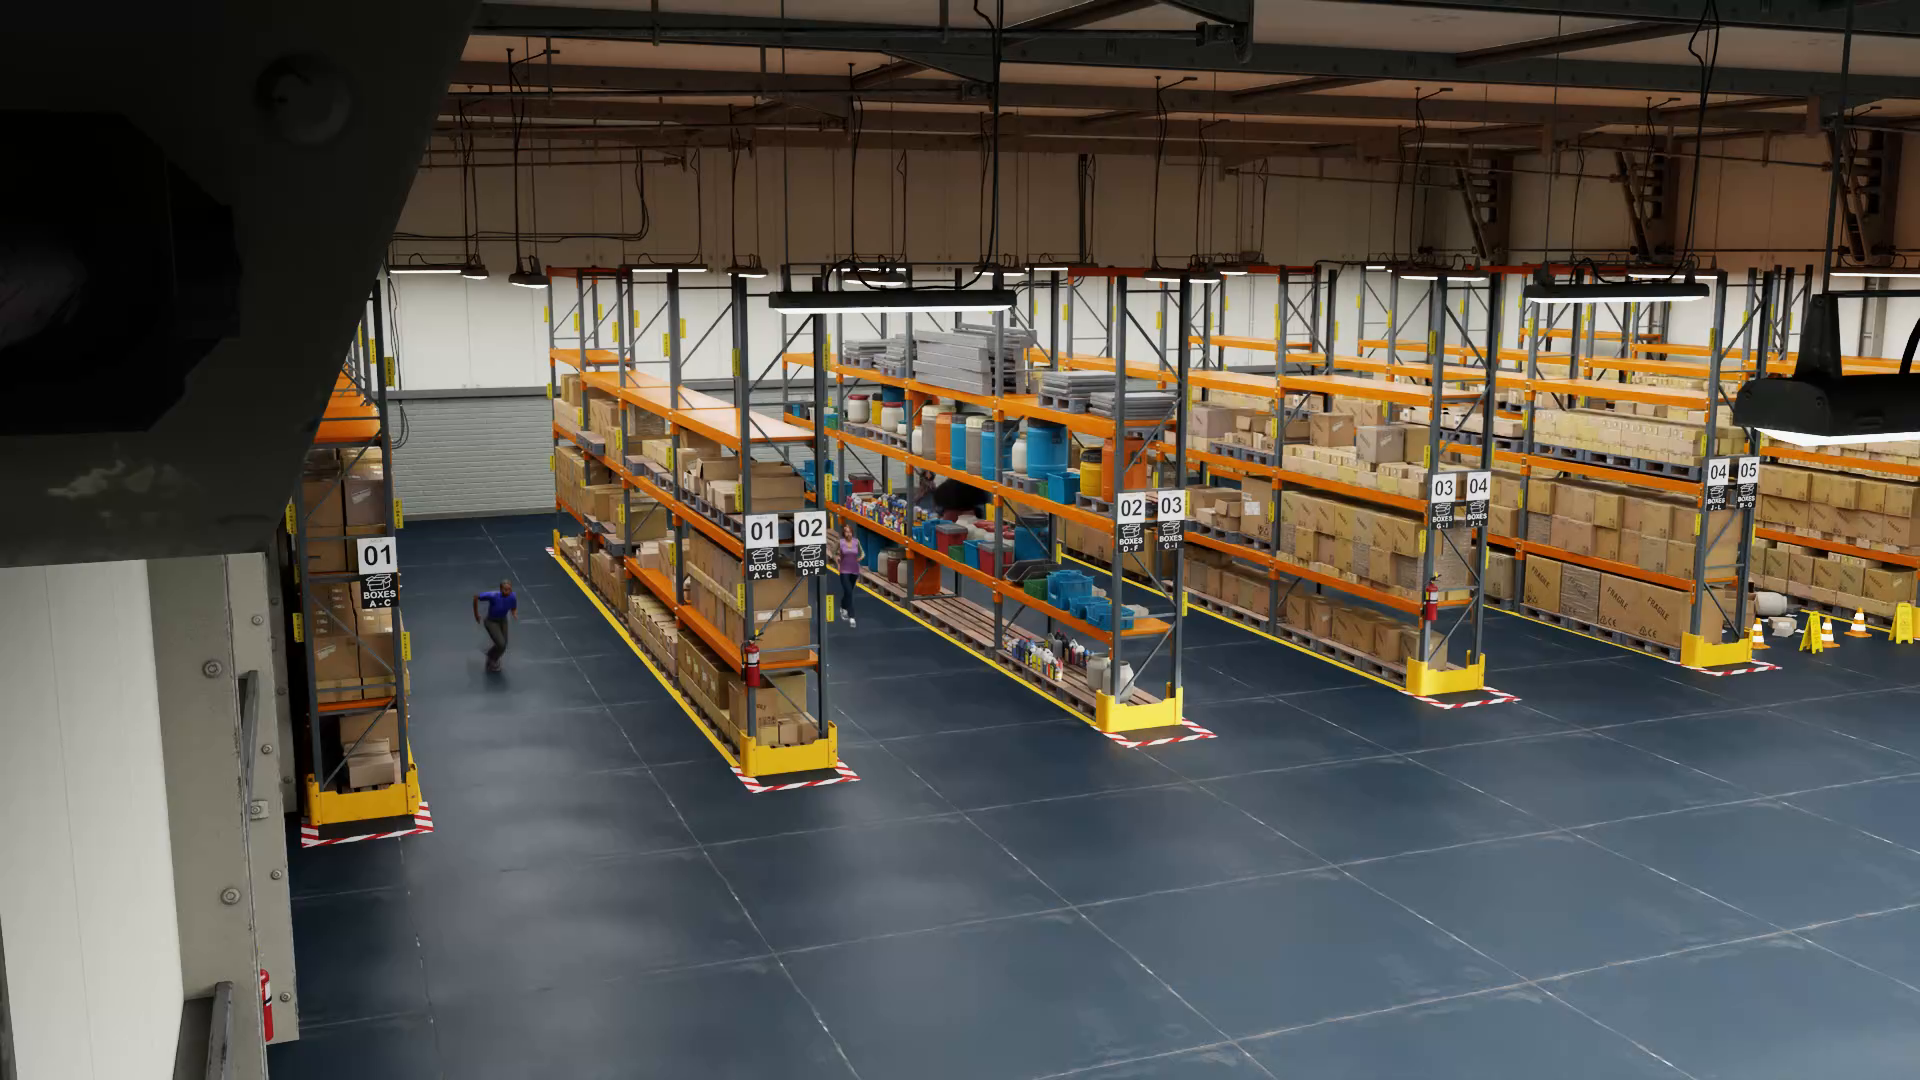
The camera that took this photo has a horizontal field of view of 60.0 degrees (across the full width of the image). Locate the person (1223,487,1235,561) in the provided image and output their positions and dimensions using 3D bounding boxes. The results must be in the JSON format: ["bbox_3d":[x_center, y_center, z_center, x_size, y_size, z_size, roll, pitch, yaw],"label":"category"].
[{"bbox_3d":[5.251,-0.197,33.020,0.581,1.736,0.765,-3,10,-15],"label":"person"}]

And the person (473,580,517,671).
[{"bbox_3d":[-6.951,1.304,24.943,0.846,1.472,0.602,10,14,44],"label":"person"}]

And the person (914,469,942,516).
[{"bbox_3d":[-0.834,-1.358,39.759,0.943,1.727,0.676,-2,10,-11],"label":"person"}]

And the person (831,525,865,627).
[{"bbox_3d":[-1.803,0.550,27.160,0.525,1.619,0.769,-4,11,-21],"label":"person"}]
